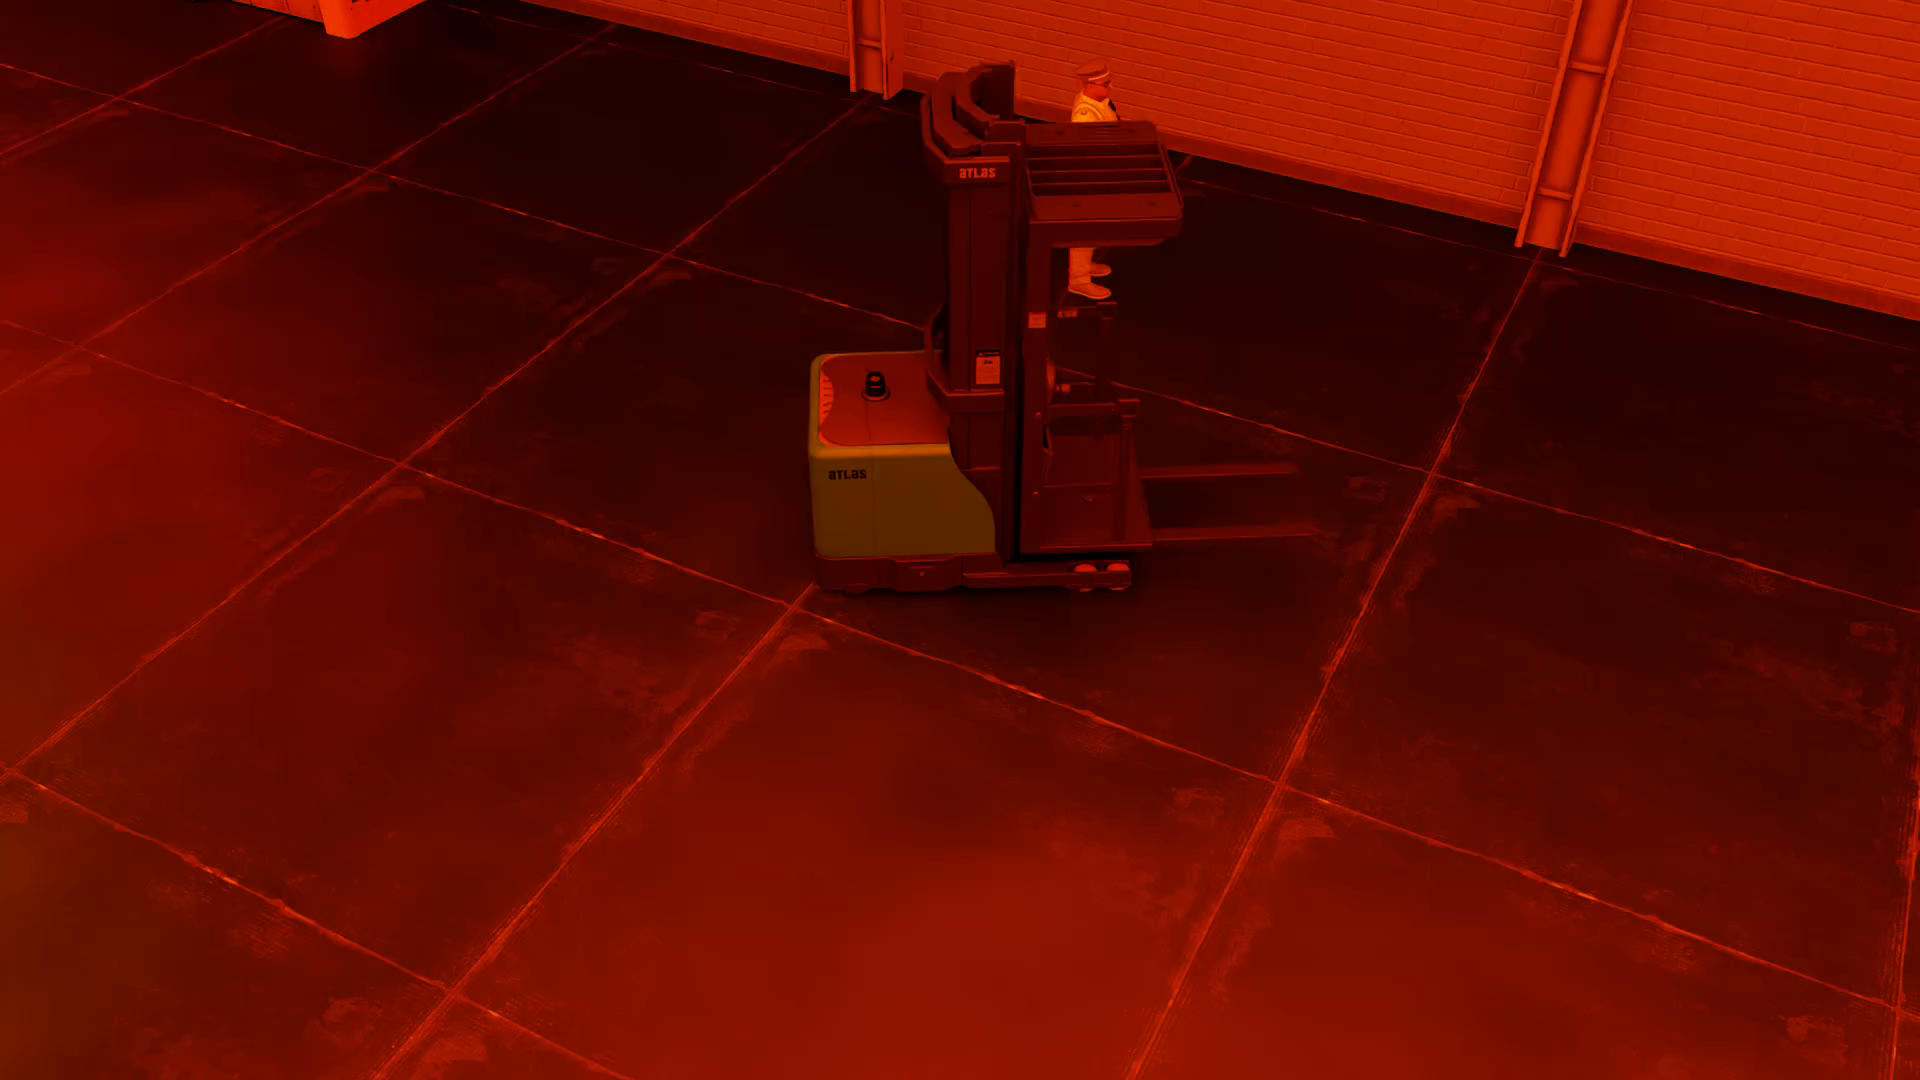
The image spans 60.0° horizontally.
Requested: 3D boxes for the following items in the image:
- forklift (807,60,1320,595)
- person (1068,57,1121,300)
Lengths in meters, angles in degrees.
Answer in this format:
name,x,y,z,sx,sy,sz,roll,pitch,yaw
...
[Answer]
name,x,y,z,sx,sy,sz,roll,pitch,yaw
forklift,0.629,-1.155,9.358,3.031,2.935,1.130,-2,40,-2
person,0.956,-2.633,12.015,0.395,1.773,0.530,5,40,6
